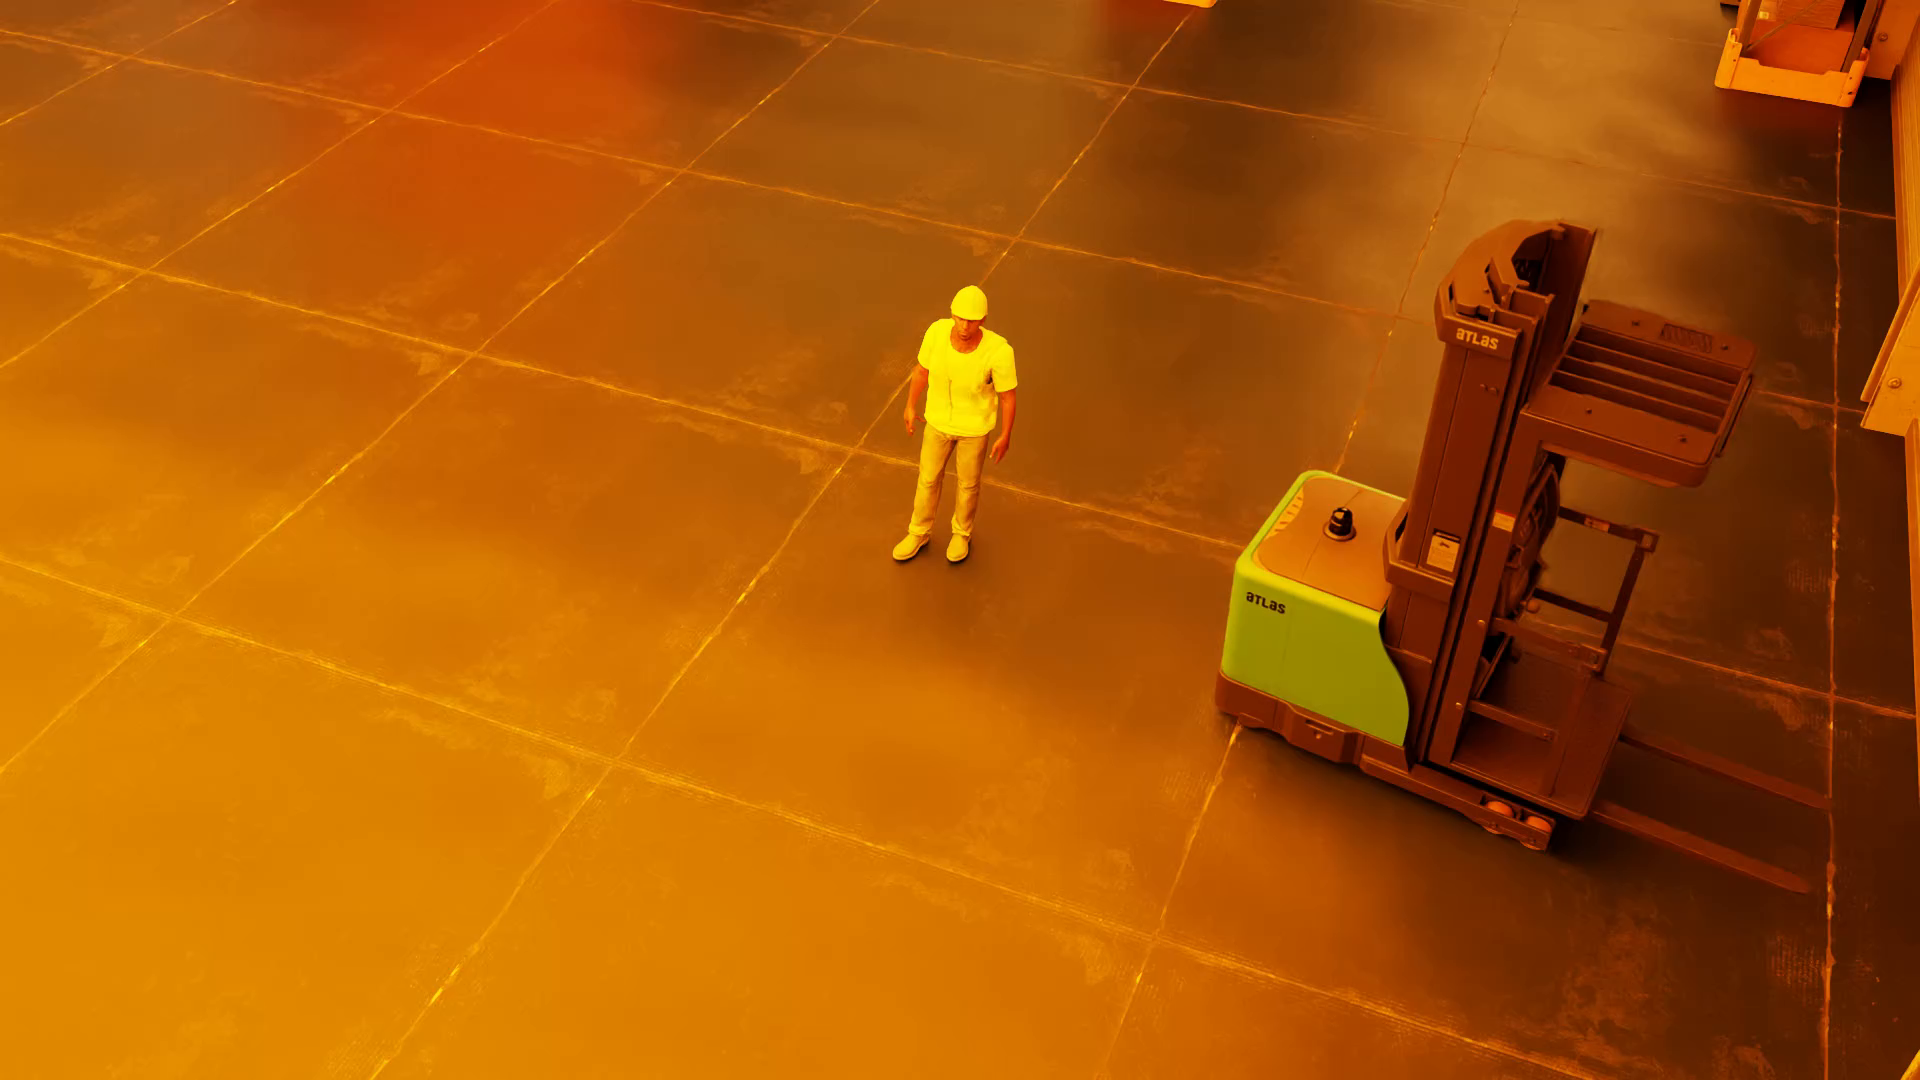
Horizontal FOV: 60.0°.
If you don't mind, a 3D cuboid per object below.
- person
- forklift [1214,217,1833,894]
[{"bbox_3d":[-0.031,-0.642,9.670,0.666,1.768,0.575,15,42,17],"label":"person"},{"bbox_3d":[2.923,0.048,7.948,3.031,2.935,1.130,21,44,23],"label":"forklift"}]
